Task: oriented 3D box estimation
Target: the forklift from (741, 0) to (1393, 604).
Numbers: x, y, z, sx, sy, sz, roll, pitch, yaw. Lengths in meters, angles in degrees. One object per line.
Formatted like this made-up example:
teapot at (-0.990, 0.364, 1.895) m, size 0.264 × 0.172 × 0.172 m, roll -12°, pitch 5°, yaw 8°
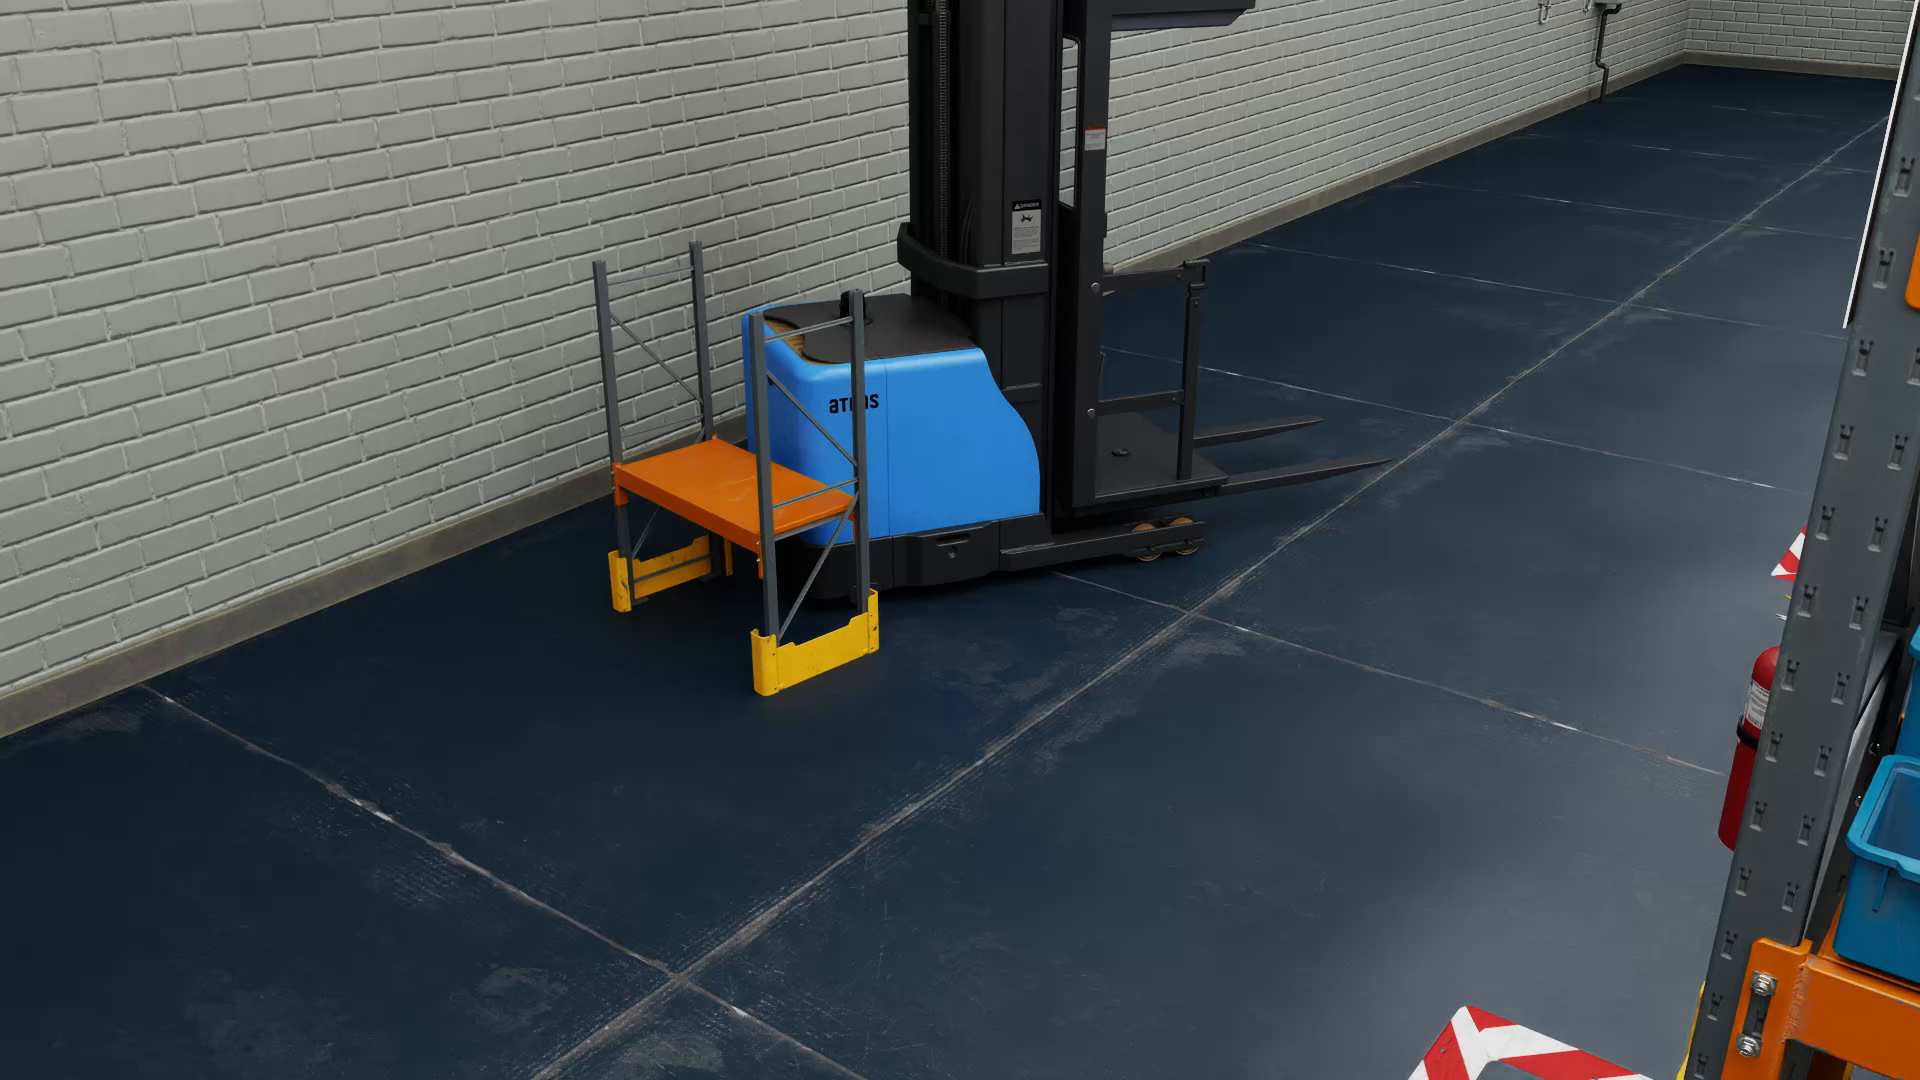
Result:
forklift at (0.579, -1.433, 7.368) m, size 3.031 × 2.935 × 1.130 m, roll -9°, pitch 25°, yaw -20°

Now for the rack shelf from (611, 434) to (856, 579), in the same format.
rack shelf at (-0.898, -0.155, 6.688) m, size 0.538 × 0.185 × 1.000 m, roll -21°, pitch 31°, yaw -39°

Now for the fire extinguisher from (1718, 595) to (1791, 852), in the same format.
fire extinguisher at (1.839, 0.390, 3.702) m, size 0.183 × 0.674 × 0.296 m, roll 17°, pitch 29°, yaw 33°

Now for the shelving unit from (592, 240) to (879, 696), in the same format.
shelving unit at (-0.905, -0.323, 6.621) m, size 0.587 × 1.500 × 1.083 m, roll -21°, pitch 31°, yaw -39°

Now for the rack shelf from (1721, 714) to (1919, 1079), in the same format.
rack shelf at (3.288, 1.180, 2.243) m, size 4.000 × 0.370 × 1.077 m, roll 17°, pitch 29°, yaw 33°

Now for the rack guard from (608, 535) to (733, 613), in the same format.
rack guard at (-1.246, 0.103, 7.205) m, size 0.587 × 0.250 × 0.087 m, roll -21°, pitch 31°, yaw -39°

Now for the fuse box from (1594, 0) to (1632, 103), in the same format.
fuse box at (7.452, -5.837, 18.875) m, size 0.414 × 1.711 × 0.539 m, roll 17°, pitch 29°, yaw 33°

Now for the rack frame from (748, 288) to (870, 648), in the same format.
rack frame at (-0.550, -0.171, 6.277) m, size 0.500 × 1.500 × 0.032 m, roll -21°, pitch 31°, yaw -39°

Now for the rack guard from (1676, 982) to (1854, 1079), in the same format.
rack guard at (1.661, 1.510, 3.703) m, size 0.348 × 0.500 × 1.175 m, roll 17°, pitch 29°, yaw 33°

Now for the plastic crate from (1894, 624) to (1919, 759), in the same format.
plastic crate at (2.067, 0.345, 3.129) m, size 0.499 × 0.435 × 0.616 m, roll 17°, pitch 29°, yaw 33°

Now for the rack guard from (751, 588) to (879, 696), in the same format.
rack guard at (-0.563, 0.395, 6.542) m, size 0.587 × 0.250 × 0.087 m, roll -21°, pitch 31°, yaw -39°

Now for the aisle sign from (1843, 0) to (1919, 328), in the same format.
aisle sign at (1.452, -0.744, 2.493) m, size 0.004 × 0.787 × 0.394 m, roll 17°, pitch 29°, yaw 33°

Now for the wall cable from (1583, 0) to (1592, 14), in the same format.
wall cable at (6.917, -6.709, 17.997) m, size 0.122 × 1.984 × 0.588 m, roll 17°, pitch 29°, yaw 33°

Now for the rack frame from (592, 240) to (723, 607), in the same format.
rack frame at (-1.247, -0.469, 6.954) m, size 0.500 × 1.500 × 0.032 m, roll -21°, pitch 31°, yaw -39°

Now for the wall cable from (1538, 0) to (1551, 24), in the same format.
wall cable at (6.075, -6.263, 16.946) m, size 0.123 × 1.953 × 0.585 m, roll 17°, pitch 29°, yaw 33°

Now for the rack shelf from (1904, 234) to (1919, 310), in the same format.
rack shelf at (3.288, -0.192, 1.638) m, size 4.000 × 0.370 × 1.077 m, roll 17°, pitch 29°, yaw 33°

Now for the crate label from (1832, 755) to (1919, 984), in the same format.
crate label at (1.688, 0.583, 2.841) m, size 0.303 × 0.233 × 0.416 m, roll 17°, pitch 29°, yaw 33°
